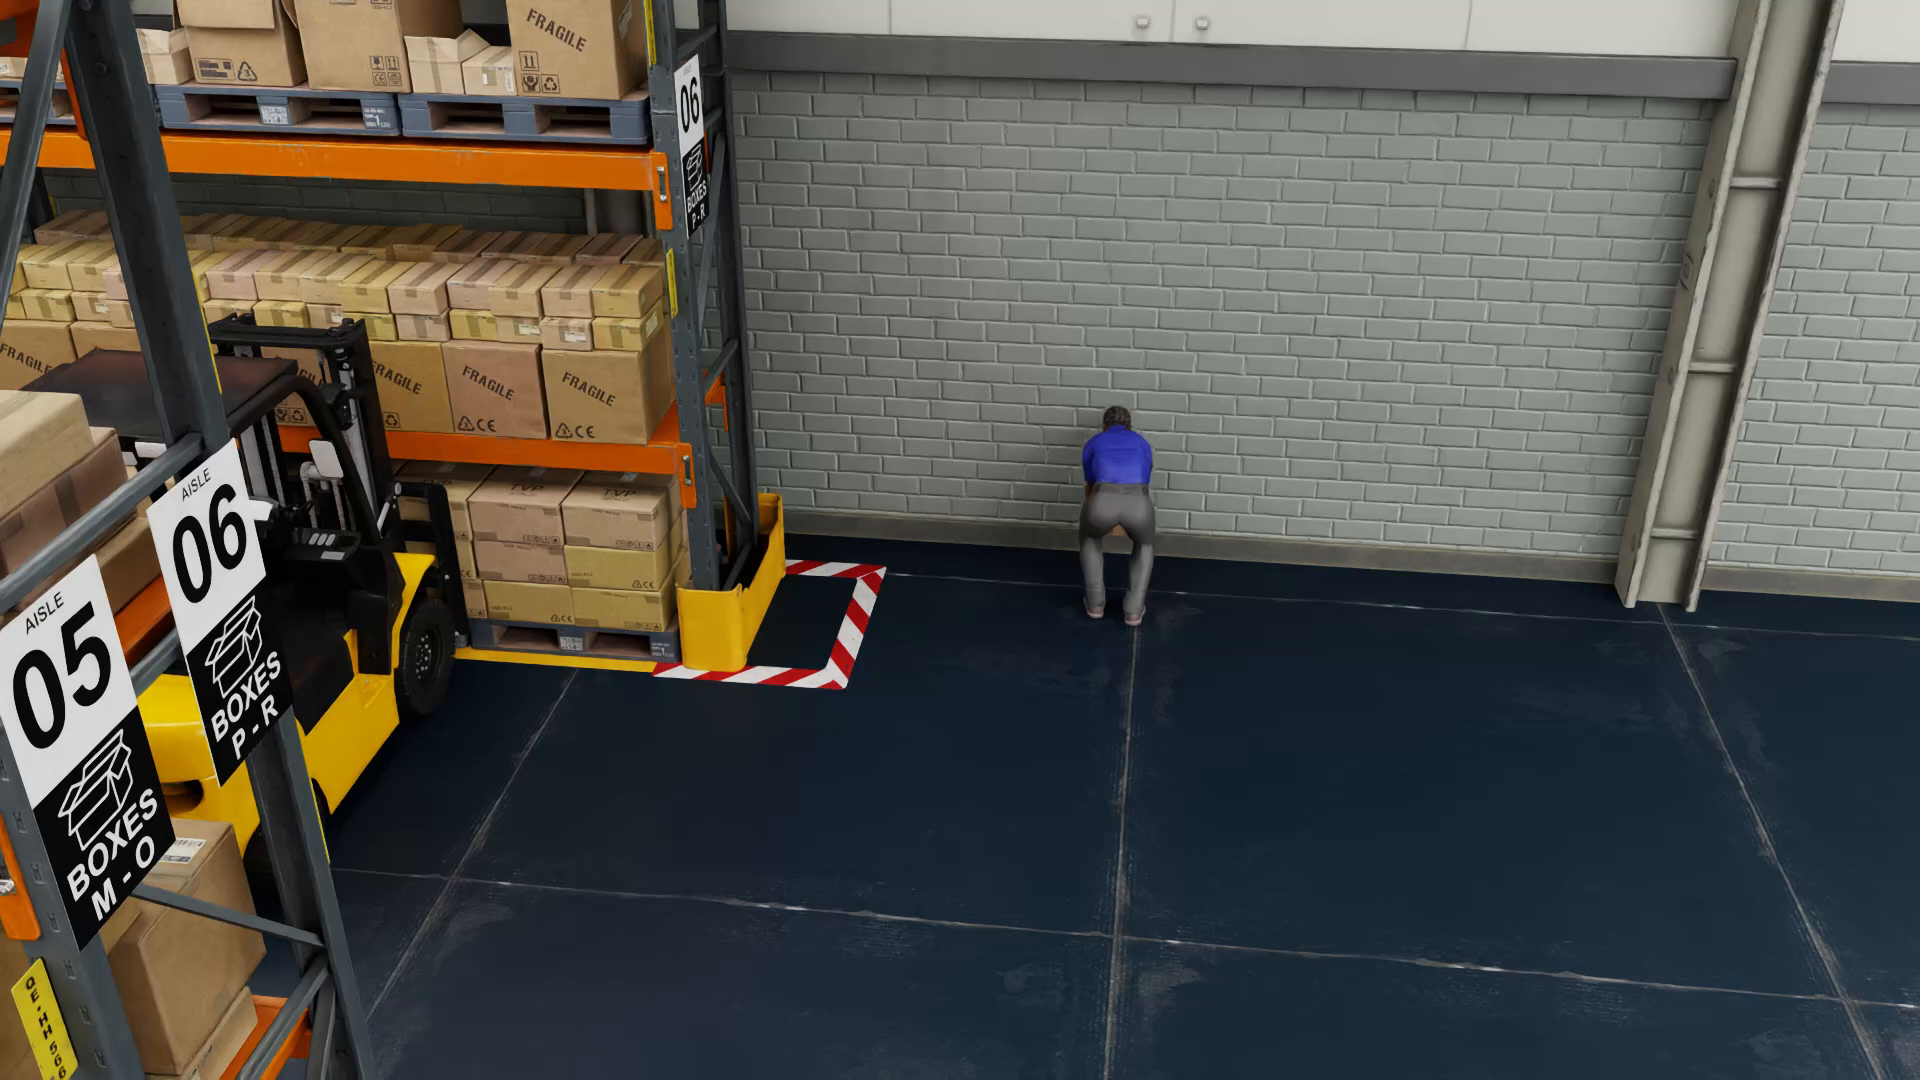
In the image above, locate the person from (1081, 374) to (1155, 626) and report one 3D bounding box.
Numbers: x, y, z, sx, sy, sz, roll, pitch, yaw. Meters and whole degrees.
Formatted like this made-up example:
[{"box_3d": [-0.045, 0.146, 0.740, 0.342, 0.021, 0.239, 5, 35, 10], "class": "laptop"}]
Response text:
[{"box_3d": [0.895, -0.217, 9.427, 0.421, 1.283, 0.803, 3, 29, 5], "class": "person"}]
